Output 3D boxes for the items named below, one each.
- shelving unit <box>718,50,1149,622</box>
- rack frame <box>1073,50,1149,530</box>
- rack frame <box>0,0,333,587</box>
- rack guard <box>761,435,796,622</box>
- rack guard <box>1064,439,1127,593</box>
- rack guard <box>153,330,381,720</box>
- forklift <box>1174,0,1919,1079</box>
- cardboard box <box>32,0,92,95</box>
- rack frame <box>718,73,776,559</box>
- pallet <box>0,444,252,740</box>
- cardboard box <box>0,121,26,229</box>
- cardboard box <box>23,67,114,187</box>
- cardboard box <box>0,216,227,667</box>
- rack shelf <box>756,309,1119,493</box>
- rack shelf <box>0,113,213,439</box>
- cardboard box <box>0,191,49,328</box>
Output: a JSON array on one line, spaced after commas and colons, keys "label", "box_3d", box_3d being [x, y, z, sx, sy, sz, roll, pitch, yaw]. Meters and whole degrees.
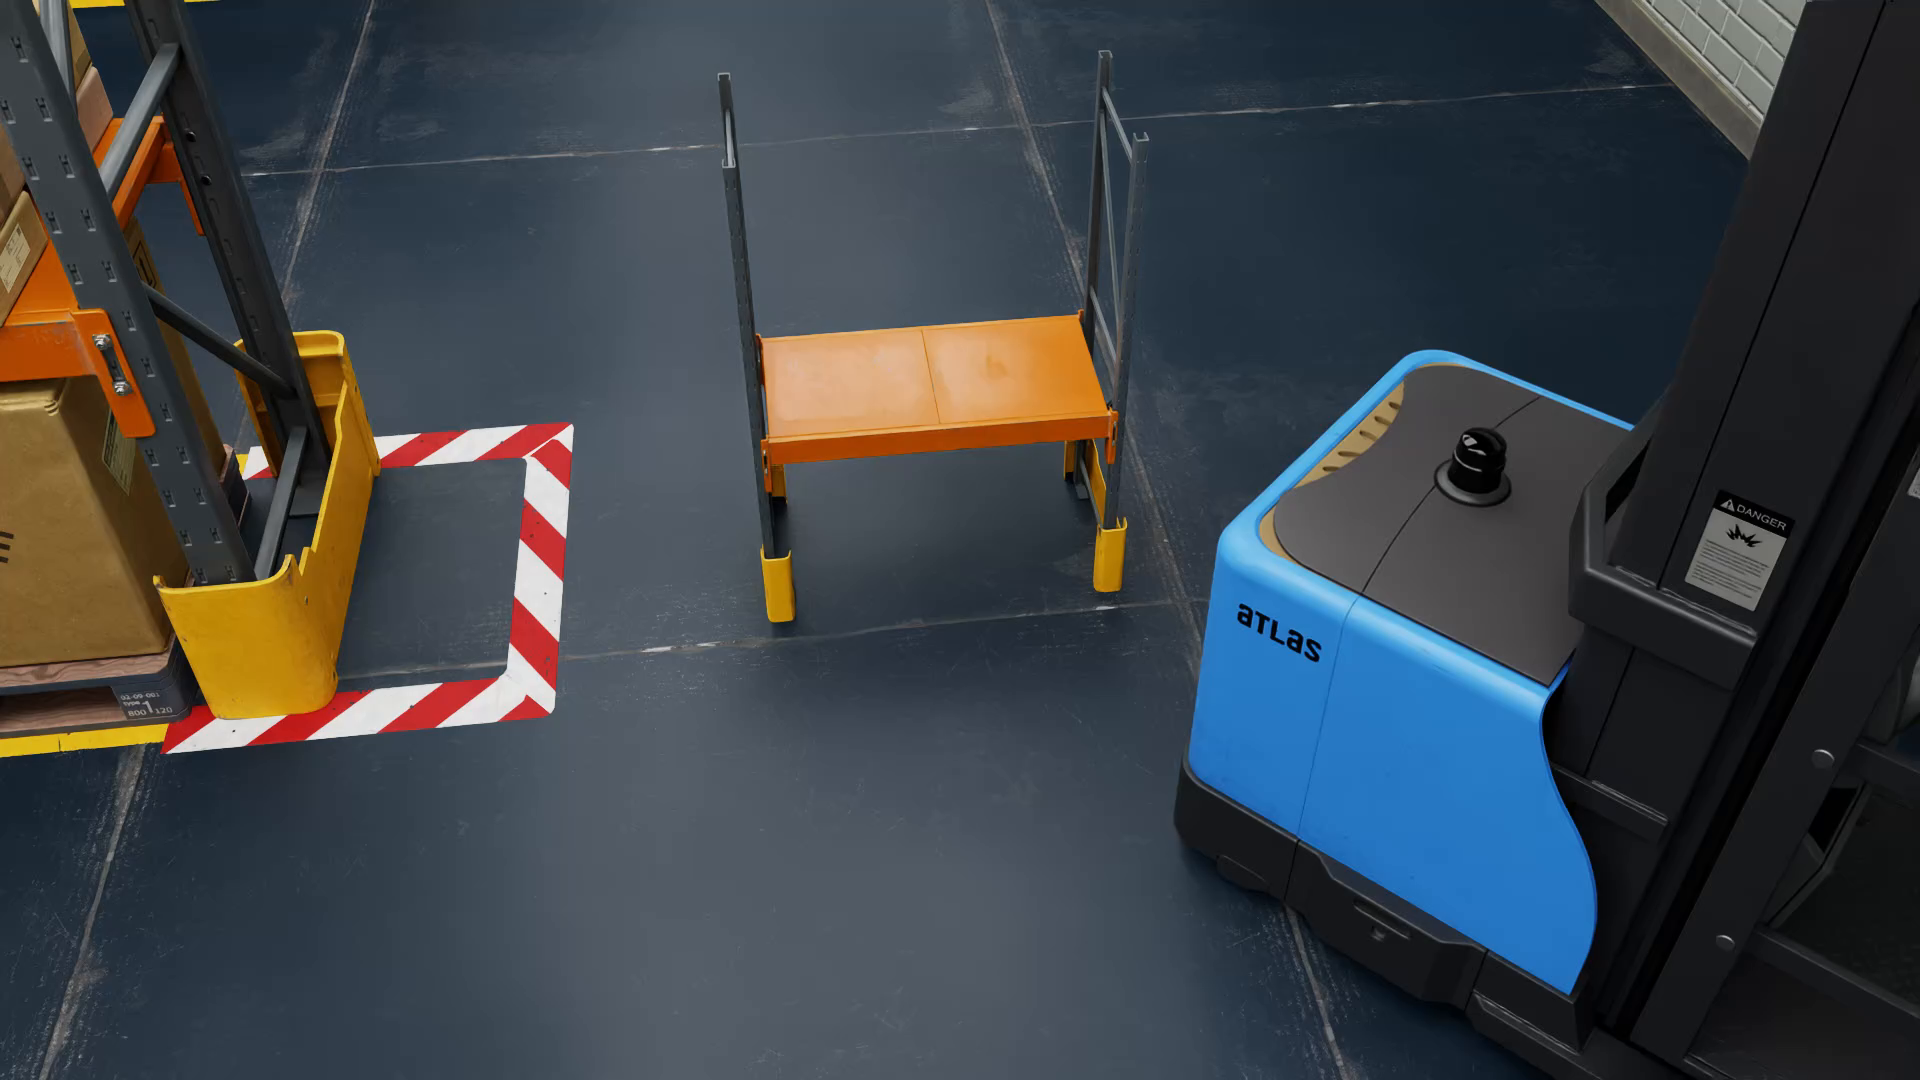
[{"label": "shelving unit", "box_3d": [-0.076, -0.550, 4.740, 1.083, 1.500, 0.587, -5, 42, -6]}, {"label": "rack frame", "box_3d": [0.419, -0.594, 4.788, 0.032, 1.500, 0.500, -5, 42, -6]}, {"label": "rack frame", "box_3d": [-2.051, -1.002, 4.121, 0.127, 3.000, 1.000, -5, 42, -6]}, {"label": "rack guard", "box_3d": [-0.569, -0.043, 5.111, 0.087, 0.250, 0.587, -5, 42, -6]}, {"label": "rack guard", "box_3d": [0.418, -0.129, 5.207, 0.087, 0.250, 0.587, -5, 42, -6]}, {"label": "rack guard", "box_3d": [-2.027, -0.076, 4.961, 0.348, 0.500, 1.175, -5, 42, -6]}, {"label": "forklift", "box_3d": [2.019, 0.076, 2.978, 3.031, 2.935, 1.130, 29, 49, 28]}, {"label": "cardboard box", "box_3d": [-2.562, -1.194, 4.224, 0.500, 0.250, 0.500, -6, 42, -7]}, {"label": "rack frame", "box_3d": [-0.589, -0.505, 4.691, 0.032, 1.500, 0.500, -5, 42, -6]}, {"label": "pallet", "box_3d": [-2.834, 0.155, 4.921, 1.213, 0.211, 1.003, -5, 42, -6]}, {"label": "cardboard box", "box_3d": [-2.497, -0.838, 3.830, 0.500, 0.250, 0.500, -6, 42, -6]}, {"label": "cardboard box", "box_3d": [-2.446, -1.097, 4.414, 0.250, 0.149, 0.380, -5, 42, -5]}, {"label": "cardboard box", "box_3d": [-2.675, -0.260, 4.572, 0.875, 0.875, 0.875, -5, 42, -6]}, {"label": "rack shelf", "box_3d": [-0.085, -0.416, 4.860, 1.000, 0.185, 0.538, -5, 42, -6]}, {"label": "rack shelf", "box_3d": [-4.034, -0.561, 4.170, 4.000, 0.370, 1.077, -5, 42, -6]}, {"label": "cardboard box", "box_3d": [-2.362, -0.659, 3.929, 0.250, 0.149, 0.380, -4, 42, -5]}]
